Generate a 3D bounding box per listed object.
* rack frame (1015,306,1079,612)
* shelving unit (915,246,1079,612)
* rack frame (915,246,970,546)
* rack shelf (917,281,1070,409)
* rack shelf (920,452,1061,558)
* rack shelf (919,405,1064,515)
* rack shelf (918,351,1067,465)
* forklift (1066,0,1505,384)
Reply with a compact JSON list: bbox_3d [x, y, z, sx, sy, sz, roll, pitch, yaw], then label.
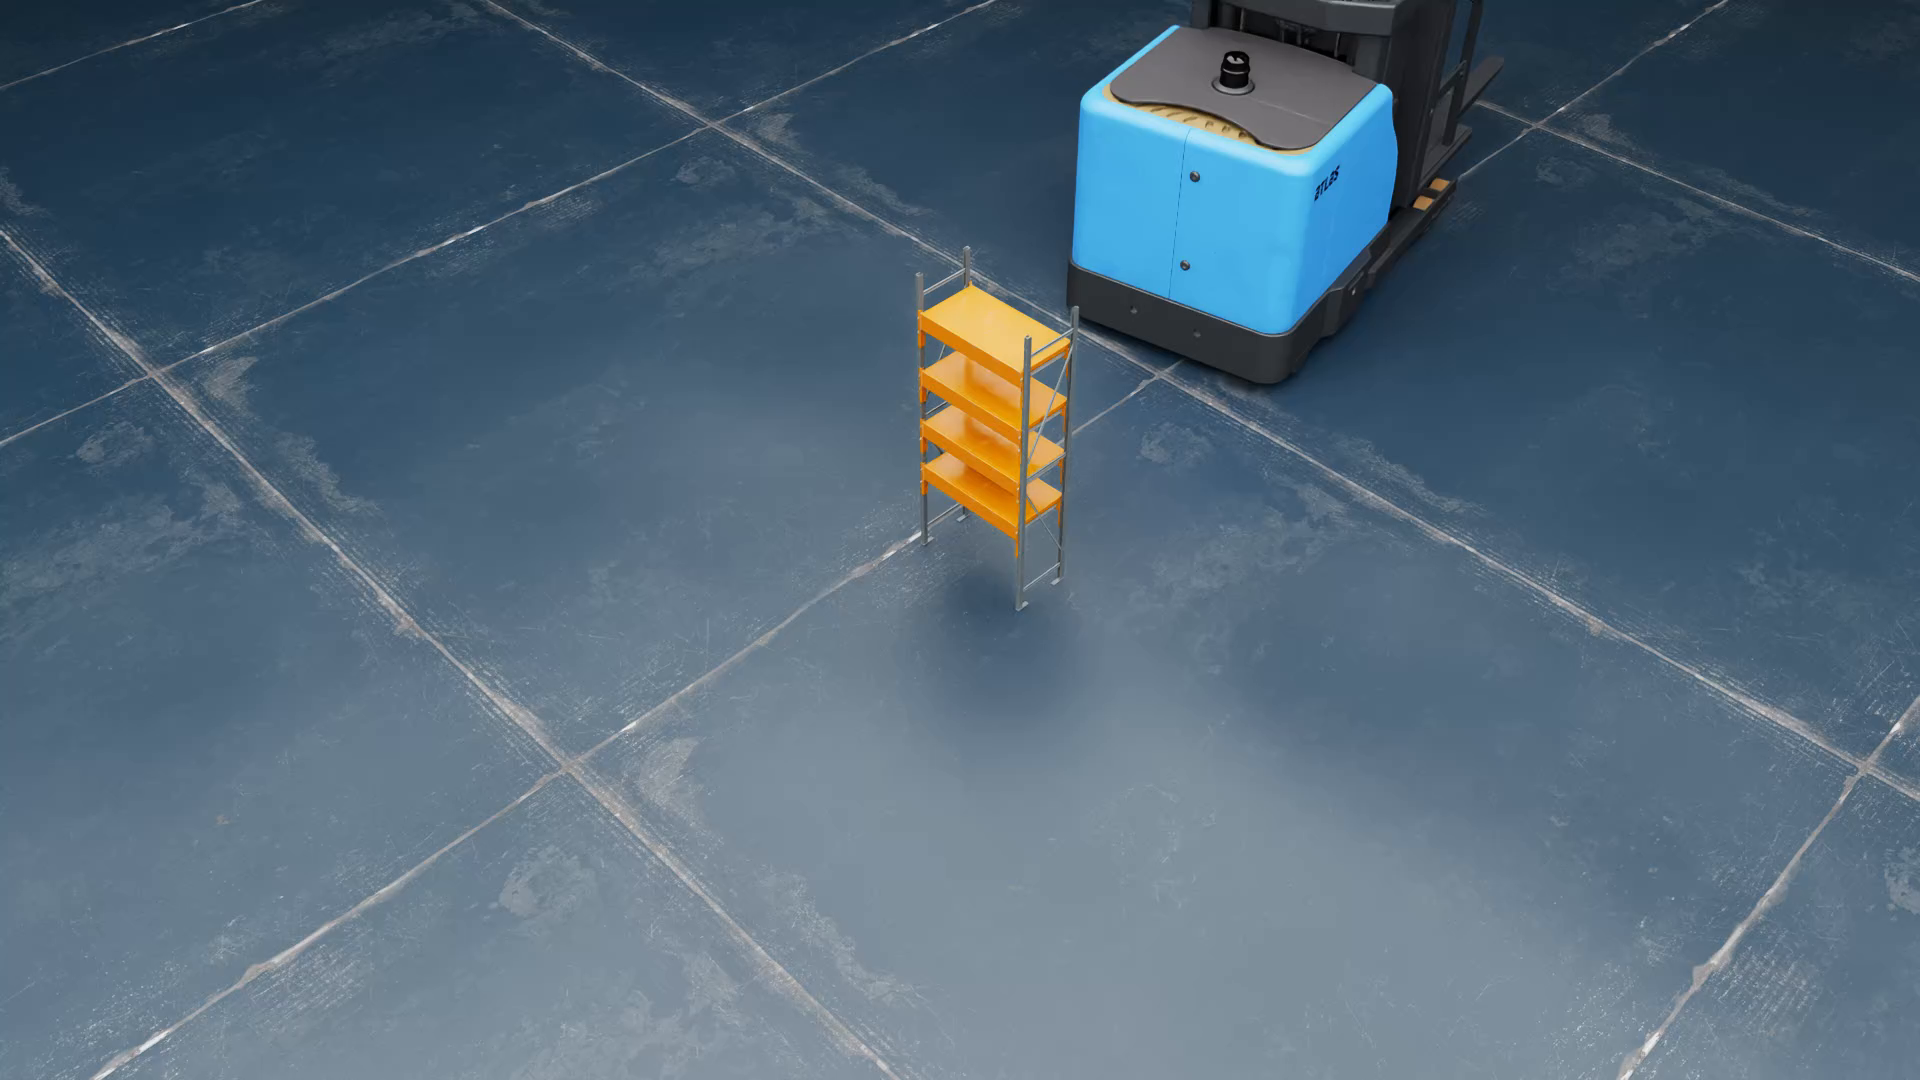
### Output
[{"bbox_3d":[0.289,-0.244,5.630,0.240,1.200,0.015,-34,53,-31],"label":"rack frame"},{"bbox_3d":[0.117,-0.361,5.757,0.258,1.200,0.503,-34,53,-31],"label":"shelving unit"},{"bbox_3d":[-0.055,-0.478,5.884,0.240,1.200,0.015,-34,53,-31],"label":"rack frame"},{"bbox_3d":[0.117,-0.650,5.490,0.258,0.148,0.480,-34,53,-31],"label":"rack shelf"},{"bbox_3d":[0.117,-0.166,5.937,0.258,0.148,0.480,-34,53,-31],"label":"rack shelf"},{"bbox_3d":[0.117,-0.312,5.802,0.258,0.148,0.480,-34,53,-31],"label":"rack shelf"},{"bbox_3d":[0.117,-0.476,5.651,0.258,0.148,0.480,-34,53,-31],"label":"rack shelf"},{"bbox_3d":[1.703,-2.688,6.999,1.130,2.935,3.031,25,48,24],"label":"forklift"}]
